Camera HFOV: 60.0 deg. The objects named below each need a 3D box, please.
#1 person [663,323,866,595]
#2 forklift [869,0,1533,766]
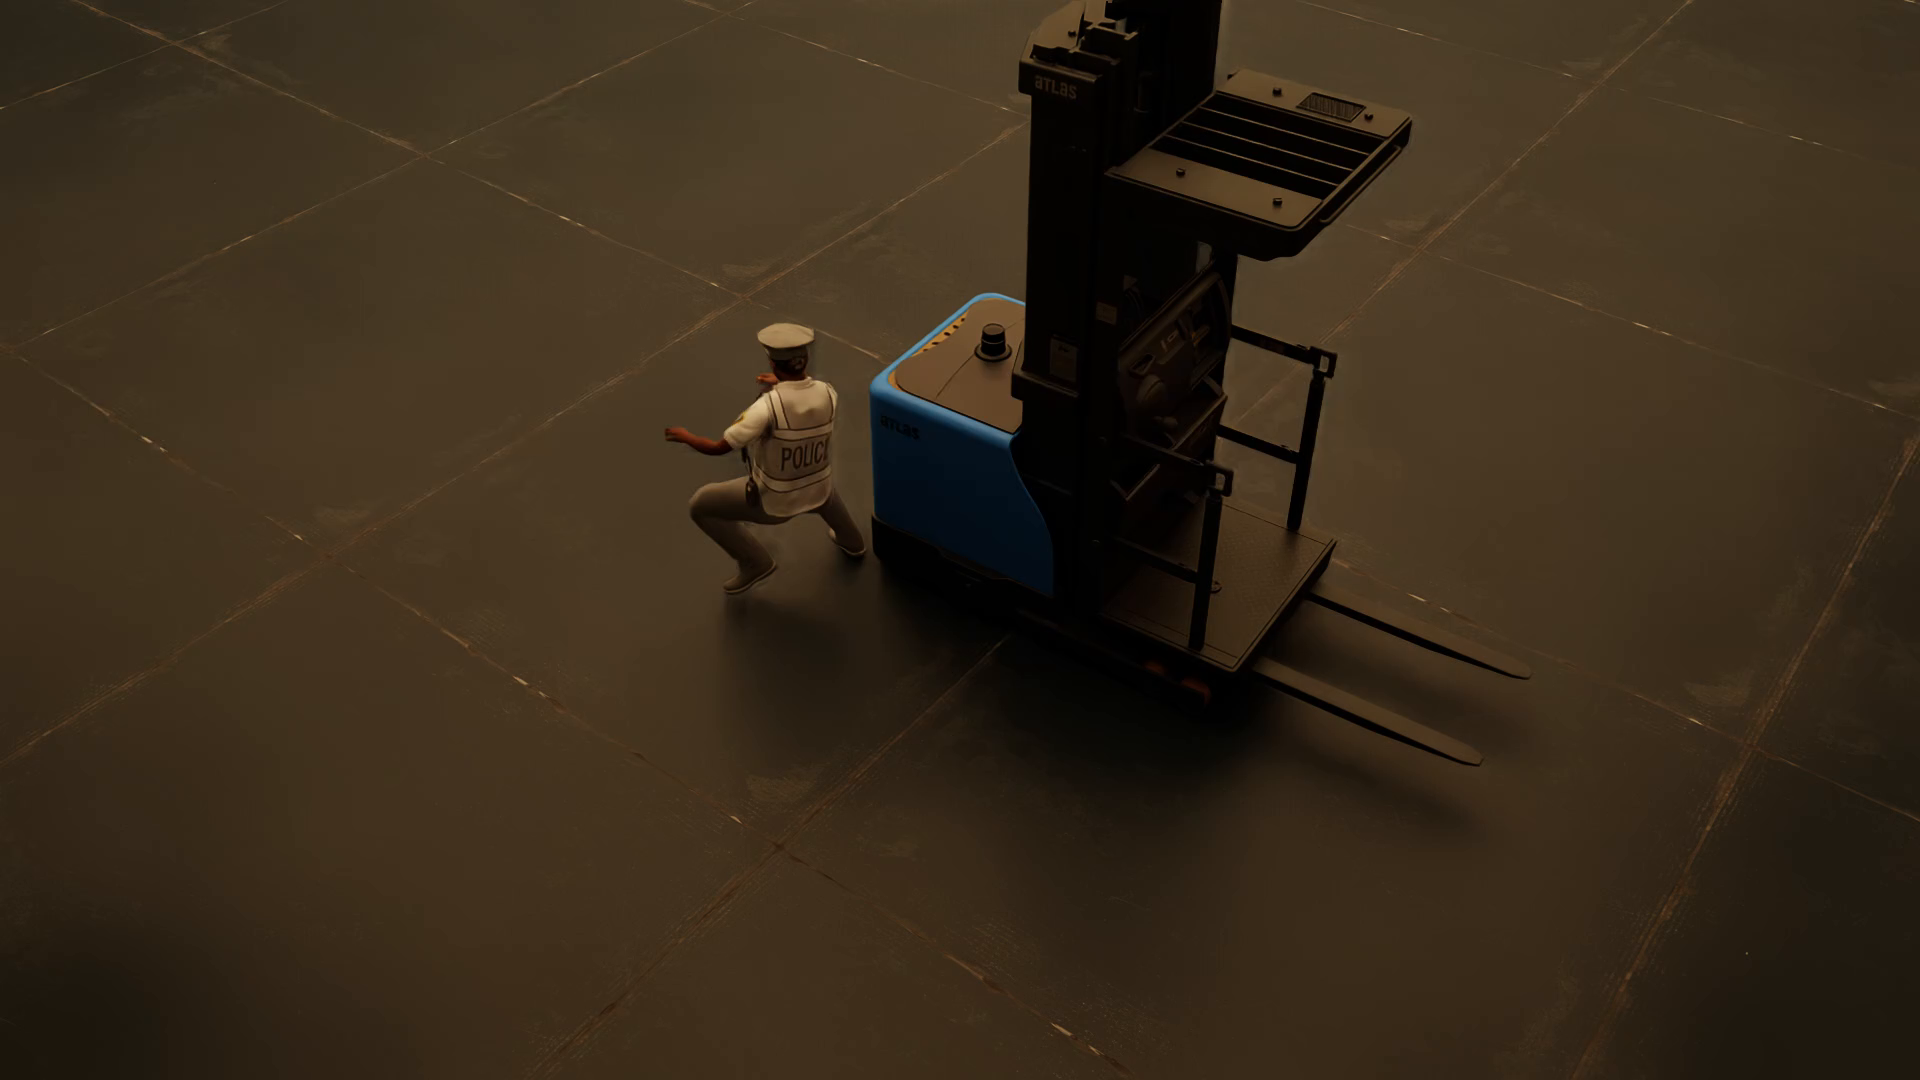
[{"bbox_3d":[-0.871,-0.378,7.683,0.880,1.476,0.744,-25,46,-26],"label":"person"},{"bbox_3d":[1.080,-0.736,6.938,3.031,2.935,1.130,24,46,25],"label":"forklift"}]
